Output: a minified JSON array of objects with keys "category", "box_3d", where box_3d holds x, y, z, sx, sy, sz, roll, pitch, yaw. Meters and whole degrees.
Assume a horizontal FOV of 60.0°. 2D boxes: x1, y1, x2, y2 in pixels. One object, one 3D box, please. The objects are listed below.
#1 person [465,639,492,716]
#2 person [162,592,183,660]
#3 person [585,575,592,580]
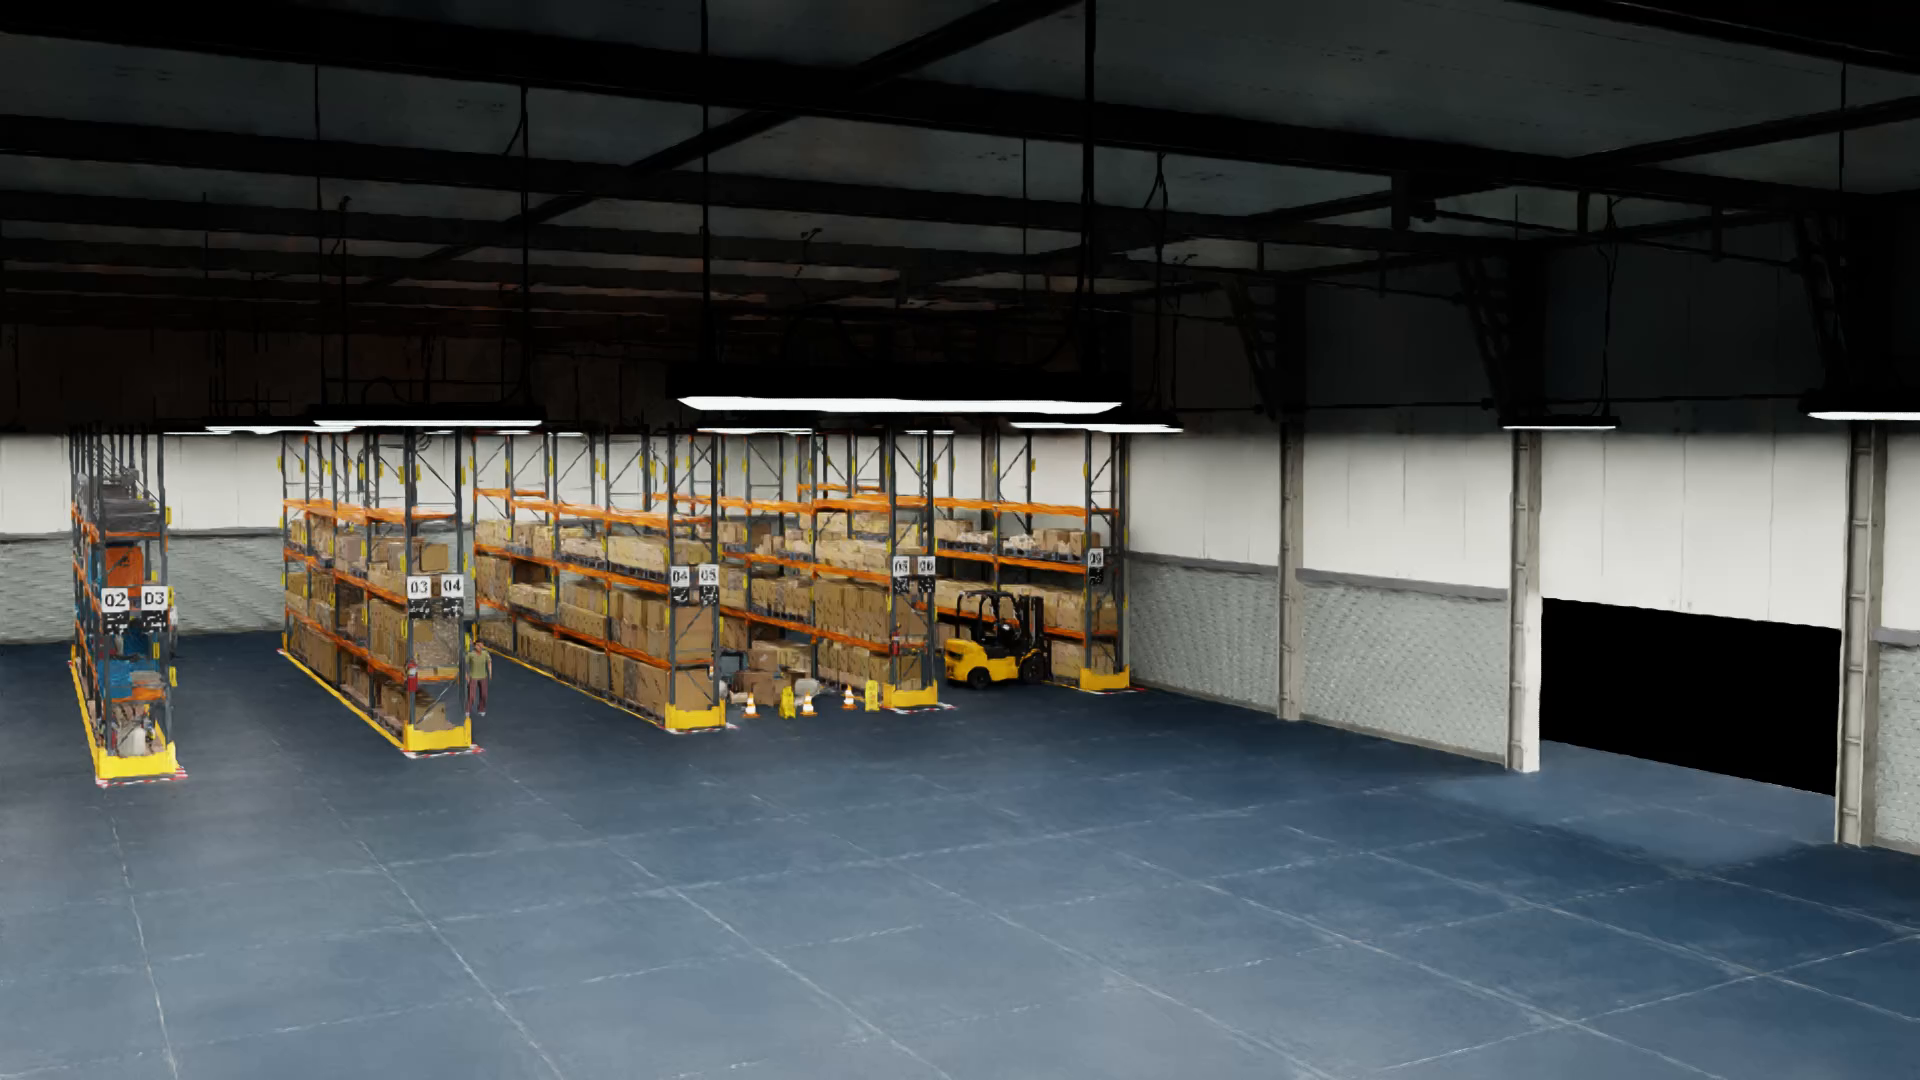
[{"category":"person","box_3d":[-9.894,2.814,34.083,0.598,1.619,0.507,-2,4,-32]},{"category":"person","box_3d":[-20.328,2.174,42.835,0.399,1.778,0.614,-1,4,-10]},{"category":"person","box_3d":[-10.814,1.857,48.747,0.665,1.726,0.565,3,5,40]}]
